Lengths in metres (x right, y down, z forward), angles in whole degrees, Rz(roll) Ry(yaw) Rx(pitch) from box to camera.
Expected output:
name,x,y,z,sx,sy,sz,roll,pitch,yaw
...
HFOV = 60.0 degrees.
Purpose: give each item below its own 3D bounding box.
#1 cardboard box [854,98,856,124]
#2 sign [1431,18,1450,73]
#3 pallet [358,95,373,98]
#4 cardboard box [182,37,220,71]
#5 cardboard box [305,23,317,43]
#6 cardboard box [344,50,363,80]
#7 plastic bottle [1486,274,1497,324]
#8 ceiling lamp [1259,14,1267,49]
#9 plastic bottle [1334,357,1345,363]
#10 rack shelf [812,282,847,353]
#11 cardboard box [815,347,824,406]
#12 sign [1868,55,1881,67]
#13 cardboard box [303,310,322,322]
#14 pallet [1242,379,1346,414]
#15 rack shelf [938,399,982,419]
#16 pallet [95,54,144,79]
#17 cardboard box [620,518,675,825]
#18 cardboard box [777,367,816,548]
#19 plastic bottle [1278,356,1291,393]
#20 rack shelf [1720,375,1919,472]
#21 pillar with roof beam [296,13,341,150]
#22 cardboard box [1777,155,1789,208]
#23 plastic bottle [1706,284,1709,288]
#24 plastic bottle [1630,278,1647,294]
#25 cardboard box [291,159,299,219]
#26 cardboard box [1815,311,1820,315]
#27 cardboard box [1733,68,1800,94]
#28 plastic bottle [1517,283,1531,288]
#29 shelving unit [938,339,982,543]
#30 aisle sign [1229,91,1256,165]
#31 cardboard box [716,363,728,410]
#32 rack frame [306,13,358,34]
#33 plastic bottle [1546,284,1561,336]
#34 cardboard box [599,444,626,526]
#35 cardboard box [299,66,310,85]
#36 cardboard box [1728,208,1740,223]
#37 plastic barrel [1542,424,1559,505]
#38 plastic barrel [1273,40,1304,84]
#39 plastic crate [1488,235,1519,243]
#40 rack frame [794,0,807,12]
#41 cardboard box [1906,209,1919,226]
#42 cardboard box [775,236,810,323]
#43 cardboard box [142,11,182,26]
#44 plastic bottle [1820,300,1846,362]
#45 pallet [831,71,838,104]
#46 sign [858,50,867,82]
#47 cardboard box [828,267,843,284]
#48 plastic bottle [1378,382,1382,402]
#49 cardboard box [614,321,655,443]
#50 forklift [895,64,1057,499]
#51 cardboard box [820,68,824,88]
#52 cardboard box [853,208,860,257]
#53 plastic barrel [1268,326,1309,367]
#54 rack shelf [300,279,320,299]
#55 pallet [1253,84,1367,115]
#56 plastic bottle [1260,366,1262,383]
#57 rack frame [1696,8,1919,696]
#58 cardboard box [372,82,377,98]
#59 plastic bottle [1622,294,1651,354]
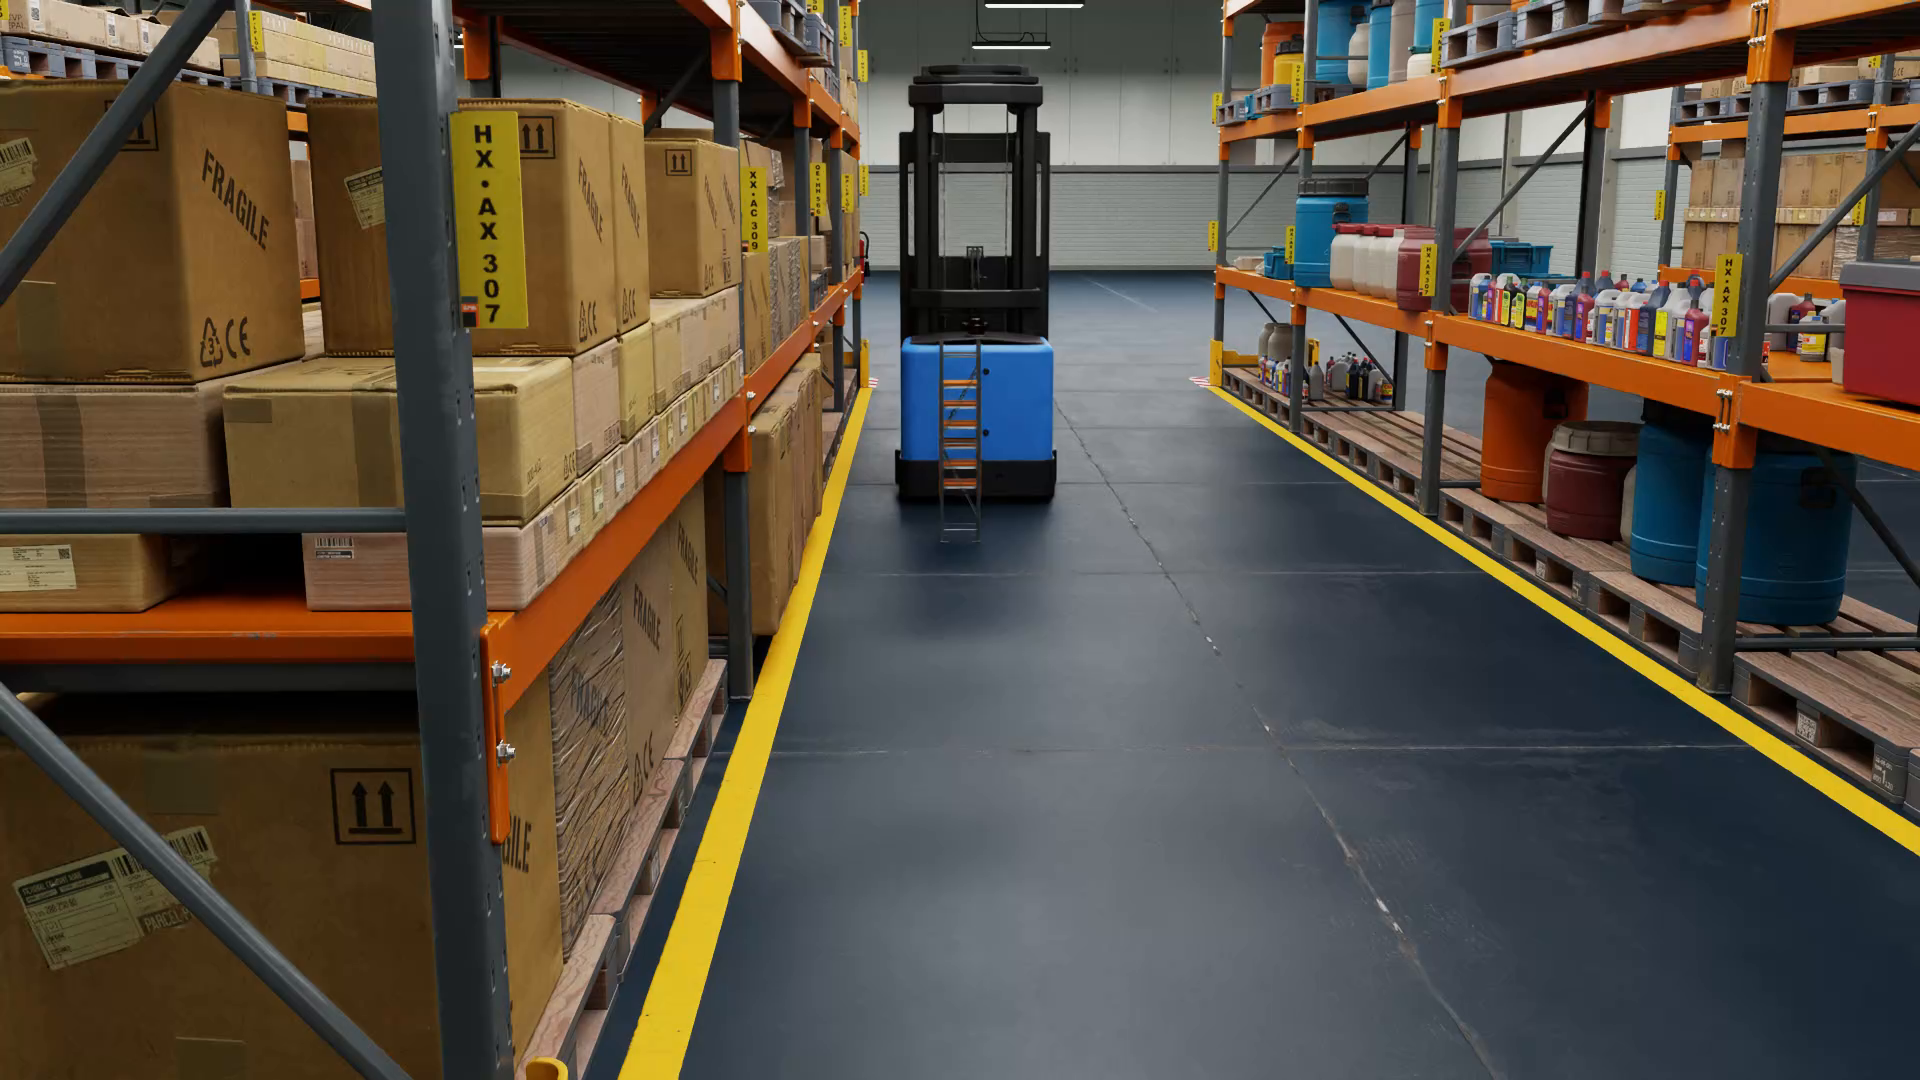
name,x,y,z,sx,sy,sz,roll,pitch,yaw
cardboard box,-1.327,-4.406,17.064,0.500,0.250,0.500,0,11,-1
sign,2.964,-3.048,10.260,0.100,0.325,0.005,0,11,-1
pallet,-6.539,-4.482,17.287,1.003,0.211,1.213,0,11,-1
cardboard box,-6.307,-3.919,13.359,0.500,0.250,0.500,0,11,-1
cardboard box,-6.173,-4.677,15.342,0.380,0.149,0.250,0,11,-1
cardboard box,-6.256,-4.705,16.482,0.500,0.250,0.500,0,11,-1
plastic bottle,3.160,-1.423,9.824,0.061,0.283,0.133,0,11,-1
ceiling lamp,8.633,-14.105,42.268,2.000,3.185,0.800,0,11,-1
plastic bottle,3.802,-1.691,16.593,0.152,0.276,0.135,0,11,-1
rack shelf,-1.480,-1.658,12.497,1.077,0.370,4.000,0,11,-1
cardboard box,-1.489,-1.469,14.984,0.500,0.500,0.500,-1,11,-3
sign,7.828,-4.208,14.212,0.100,0.325,0.005,0,11,-1
cardboard box,-1.584,-0.496,4.588,0.500,0.250,0.500,0,11,-1
pallet,3.431,-1.439,16.620,1.003,0.211,1.213,0,11,-1
rack shelf,0.000,-0.783,9.915,0.258,0.103,0.180,0,11,-1
pallet,-6.492,-3.340,11.910,1.003,0.211,1.213,0,11,1
cardboard box,-1.403,0.328,5.186,0.875,0.875,0.875,0,11,-1
cardboard box,-1.434,-0.463,9.085,1.225,0.875,0.875,0,11,-1
plastic bottle,3.119,-1.575,15.834,0.144,0.351,0.185,0,11,-2
rack shelf,3.638,-0.088,4.758,1.077,0.370,4.000,0,11,-1
pillar with roof beam,-13.677,-11.921,46.184,9.100,9.000,0.548,0,11,-1
cardboard box,8.337,-3.520,16.353,0.700,0.500,0.500,0,11,-1
plastic bottle,3.918,-1.207,8.757,0.061,0.283,0.133,0,11,-1
plastic bottle,3.941,-1.384,9.661,0.097,0.271,0.097,0,11,0
cardboard box,-6.583,-3.193,15.160,0.875,0.550,0.550,0,11,-1
cardboard box,8.142,-1.964,16.169,0.500,0.500,0.500,0,11,-1
cardboard box,8.062,-4.705,16.505,0.500,0.500,0.500,0,11,-1
plastic bottle,3.245,-1.368,9.582,0.097,0.271,0.097,0,11,0
shelving unit,0.000,-0.591,9.954,0.258,1.200,0.189,0,11,-1
aisle sign,3.054,-4.511,18.211,0.394,0.787,0.004,0,11,-1
cardboard box,-1.011,-0.533,5.775,0.380,0.149,0.250,0,11,-2
rack frame,-6.565,-6.143,17.706,1.000,3.000,0.127,0,11,-1
plastic bottle,3.198,-1.230,8.902,0.097,0.271,0.097,0,11,0
cardboard box,-0.969,-0.125,3.764,0.380,0.149,0.250,0,11,-2
cardboard box,-6.166,-4.234,15.166,0.380,0.149,0.250,0,11,-2
cardboard box,8.116,-3.326,17.026,0.380,0.149,0.250,-1,11,-3
plastic barrel,3.642,-0.411,9.741,0.421,0.512,0.421,0,11,0
plastic barrel,3.499,-4.766,16.931,0.600,0.588,0.600,0,11,0
plastic crate,3.786,-1.987,12.149,0.402,0.464,0.583,0,11,-1
rack frame,-1.438,-4.553,9.869,1.000,3.000,0.127,0,11,-1
cardboard box,8.571,-2.869,14.775,0.380,0.149,0.250,0,11,-1
cardboard box,-1.180,-1.565,9.977,0.500,0.500,0.500,0,11,1
cardboard box,-6.808,-4.472,14.331,0.380,0.149,0.250,0,11,-2
plastic bottle,3.960,-0.944,7.479,0.152,0.276,0.135,0,11,-1
pallet,-1.615,-3.663,13.498,1.213,0.211,1.003,0,11,-1
sign,-1.048,-5.106,17.909,0.100,0.325,0.005,0,11,-1
cardboard box,-1.225,-2.329,14.627,0.380,0.149,0.250,0,11,-1
plastic bottle,3.860,-1.358,15.140,0.097,0.201,0.097,0,11,0
cardboard box,-1.037,-0.395,4.090,0.500,0.250,0.500,-1,11,-3
forklift,0.103,-1.963,12.362,1.130,2.935,3.031,0,11,0
cardboard box,-1.224,-3.308,11.654,0.500,0.250,0.500,0,11,0
cardboard box,-1.489,-3.190,17.238,0.875,0.500,0.500,0,11,-1
plastic barrel,3.449,-1.980,17.476,0.421,0.512,0.421,0,11,0
rack shelf,-6.523,-2.453,16.415,1.077,0.370,4.000,0,11,-1
pallet,3.318,-3.949,14.911,1.213,0.211,1.003,0,11,-1
plastic bottle,3.076,-1.686,16.755,0.097,0.201,0.097,0,11,0
rack frame,3.596,-0.838,6.647,1.000,3.000,0.127,0,11,-1
cardboard box,-6.209,-4.639,17.160,0.380,0.149,0.250,0,11,0
plastic bottle,3.247,-1.027,7.891,0.152,0.276,0.135,0,11,-1
